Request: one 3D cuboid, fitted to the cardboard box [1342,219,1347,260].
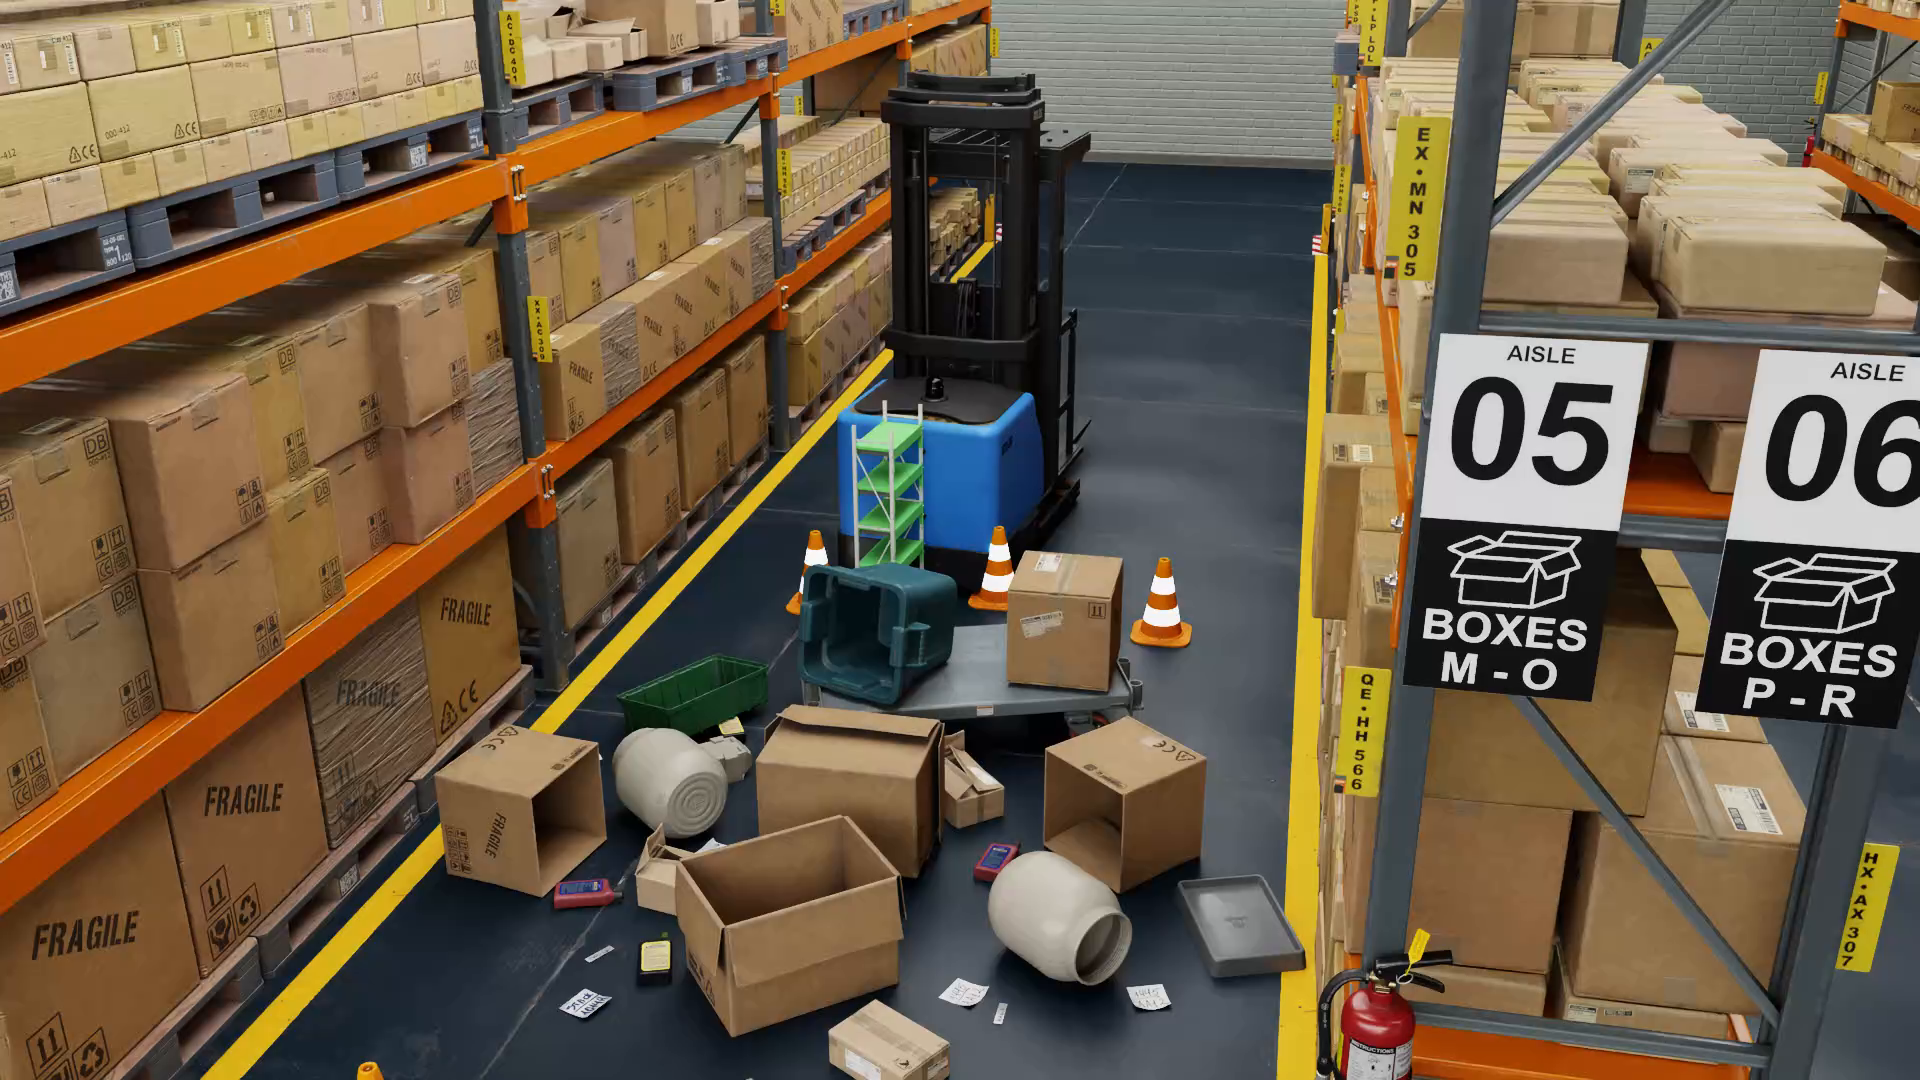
[{"bbox_3d":[2.935,-2.113,11.618,0.500,0.250,0.500,4,22,11],"label":"cardboard box"}]

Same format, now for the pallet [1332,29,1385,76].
[{"bbox_3d":[3.165,-3.298,11.265,1.213,0.211,1.003,6,23,13],"label":"pallet"}]

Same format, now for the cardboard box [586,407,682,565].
[{"bbox_3d":[-2.358,-0.370,10.206,1.050,0.750,0.750,4,22,11],"label":"cardboard box"}]

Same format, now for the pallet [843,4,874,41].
[{"bbox_3d":[-1.404,-4.265,13.664,1.213,0.211,1.003,4,22,11],"label":"pallet"}]

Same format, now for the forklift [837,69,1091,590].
[{"bbox_3d":[0.195,-1.581,10.855,1.130,2.935,3.031,7,23,17],"label":"forklift"}]

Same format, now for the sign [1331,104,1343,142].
[{"bbox_3d":[3.358,-3.698,14.755,0.100,0.325,0.005,4,22,11],"label":"sign"}]

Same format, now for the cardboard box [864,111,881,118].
[{"bbox_3d":[-0.617,-3.904,16.000,0.500,0.500,0.500,4,22,10],"label":"cardboard box"}]

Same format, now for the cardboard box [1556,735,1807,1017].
[{"bbox_3d":[1.821,0.835,4.234,0.500,0.500,0.500,4,22,10],"label":"cardboard box"}]

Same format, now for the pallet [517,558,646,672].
[{"bbox_3d":[-2.514,0.373,9.644,1.003,0.211,1.213,4,22,11],"label":"pallet"}]

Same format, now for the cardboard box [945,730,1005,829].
[{"bbox_3d":[0.002,1.111,7.740,0.258,0.266,0.396,-11,25,-26],"label":"cardboard box"}]

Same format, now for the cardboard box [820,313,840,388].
[{"bbox_3d":[-1.288,-1.554,13.480,0.500,0.500,0.500,5,22,12],"label":"cardboard box"}]

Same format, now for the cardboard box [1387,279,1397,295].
[{"bbox_3d":[1.499,-0.870,4.787,0.500,0.250,0.500,5,22,12],"label":"cardboard box"}]

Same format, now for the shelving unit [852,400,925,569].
[{"bbox_3d":[-0.408,-0.151,9.621,0.258,1.200,0.503,7,23,17],"label":"shelving unit"}]

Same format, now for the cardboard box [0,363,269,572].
[{"bbox_3d":[-3.031,-0.275,5.875,0.875,0.550,0.550,4,22,11],"label":"cardboard box"}]

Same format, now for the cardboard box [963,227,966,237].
[{"bbox_3d":[-0.144,-3.493,18.765,0.380,0.149,0.250,4,22,11],"label":"cardboard box"}]

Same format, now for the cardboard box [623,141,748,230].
[{"bbox_3d":[-1.882,-2.442,11.429,0.700,0.500,0.500,4,22,11],"label":"cardboard box"}]

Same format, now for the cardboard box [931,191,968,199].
[{"bbox_3d":[-0.116,-3.869,18.902,0.380,0.149,0.250,5,22,12],"label":"cardboard box"}]

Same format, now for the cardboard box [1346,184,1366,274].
[{"bbox_3d":[2.767,-1.987,10.678,0.500,0.500,0.500,4,22,9],"label":"cardboard box"}]

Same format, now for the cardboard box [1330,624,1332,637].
[{"bbox_3d":[2.374,0.540,8.452,0.950,0.372,0.625,5,22,12],"label":"cardboard box"}]

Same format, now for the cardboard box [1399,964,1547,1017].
[{"bbox_3d":[1.320,1.135,4.357,0.380,0.149,0.250,5,23,13],"label":"cardboard box"}]

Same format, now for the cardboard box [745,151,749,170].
[{"bbox_3d":[-1.917,-3.037,13.356,0.380,0.149,0.250,4,22,11],"label":"cardboard box"}]

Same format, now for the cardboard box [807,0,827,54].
[{"bbox_3d":[-1.309,-3.905,12.385,0.500,0.500,0.500,4,22,11],"label":"cardboard box"}]

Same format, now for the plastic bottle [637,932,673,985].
[{"bbox_3d":[-1.217,1.665,6.638,0.133,0.061,0.283,-3,22,-8],"label":"plastic bottle"}]

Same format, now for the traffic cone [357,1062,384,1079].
[{"bbox_3d":[-1.915,1.922,5.463,0.336,0.463,0.334,4,22,11],"label":"traffic cone"}]

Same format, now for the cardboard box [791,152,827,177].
[{"bbox_3d":[-1.283,-2.987,13.233,0.380,0.149,0.250,6,23,13],"label":"cardboard box"}]

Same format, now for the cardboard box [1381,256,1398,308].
[{"bbox_3d":[1.522,-0.821,5.197,0.380,0.149,0.250,4,22,10],"label":"cardboard box"}]

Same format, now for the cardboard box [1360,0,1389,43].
[{"bbox_3d":[3.015,-3.538,10.908,0.797,0.503,0.637,3,22,8],"label":"cardboard box"}]

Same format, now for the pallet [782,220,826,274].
[{"bbox_3d":[-1.740,-2.275,12.743,1.213,0.211,1.003,4,22,11],"label":"pallet"}]

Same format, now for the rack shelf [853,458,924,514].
[{"bbox_3d":[-0.408,-0.314,9.556,0.258,0.148,0.480,7,23,17],"label":"rack shelf"}]

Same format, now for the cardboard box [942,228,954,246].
[{"bbox_3d":[-0.274,-3.241,17.741,0.380,0.149,0.250,5,22,11],"label":"cardboard box"}]

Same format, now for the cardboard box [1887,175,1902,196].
[{"bbox_3d":[8.745,-3.243,15.227,0.380,0.149,0.250,4,22,10],"label":"cardboard box"}]

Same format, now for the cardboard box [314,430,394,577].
[{"bbox_3d":[-2.976,-0.174,7.071,0.875,0.550,0.550,4,22,11],"label":"cardboard box"}]

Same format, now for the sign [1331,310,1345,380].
[{"bbox_3d":[1.725,-0.870,7.448,0.100,0.325,0.005,4,22,11],"label":"sign"}]

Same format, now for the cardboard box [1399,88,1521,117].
[{"bbox_3d":[1.717,-1.464,5.728,0.380,0.149,0.250,4,22,9],"label":"cardboard box"}]

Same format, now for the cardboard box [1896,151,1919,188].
[{"bbox_3d":[8.714,-3.298,14.830,0.500,0.250,0.500,5,22,11],"label":"cardboard box"}]

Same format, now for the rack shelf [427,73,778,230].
[{"bbox_3d":[-2.189,-2.421,9.798,1.077,0.370,4.000,4,22,11],"label":"rack shelf"}]

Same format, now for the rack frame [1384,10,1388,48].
[{"bbox_3d":[3.085,-4.537,10.074,1.000,3.000,0.127,4,22,11],"label":"rack frame"}]

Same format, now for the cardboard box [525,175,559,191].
[{"bbox_3d":[-5.222,-4.072,19.231,0.875,0.875,0.875,4,22,11],"label":"cardboard box"}]

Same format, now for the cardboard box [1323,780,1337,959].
[{"bbox_3d":[1.574,1.216,5.934,0.500,0.500,0.500,4,22,10],"label":"cardboard box"}]

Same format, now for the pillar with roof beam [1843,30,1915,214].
[{"bbox_3d":[6.796,-8.332,19.496,9.100,9.000,0.400,4,22,11],"label":"pillar with roof beam"}]

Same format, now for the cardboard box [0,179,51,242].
[{"bbox_3d":[-2.927,-0.971,4.875,0.380,0.149,0.250,5,22,11],"label":"cardboard box"}]

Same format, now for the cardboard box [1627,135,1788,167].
[{"bbox_3d":[2.087,-1.042,4.678,0.380,0.149,0.250,5,22,12],"label":"cardboard box"}]

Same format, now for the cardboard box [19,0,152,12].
[{"bbox_3d":[-3.263,-1.945,6.226,0.380,0.149,0.250,4,22,11],"label":"cardboard box"}]

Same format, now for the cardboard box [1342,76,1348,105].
[{"bbox_3d":[3.728,-3.921,15.103,0.500,0.500,0.500,4,22,10],"label":"cardboard box"}]

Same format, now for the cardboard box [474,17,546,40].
[{"bbox_3d":[-2.561,-2.663,8.941,0.500,0.250,0.500,4,22,10],"label":"cardboard box"}]

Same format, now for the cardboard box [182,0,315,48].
[{"bbox_3d":[-2.618,-1.898,6.110,0.380,0.149,0.250,4,22,10],"label":"cardboard box"}]

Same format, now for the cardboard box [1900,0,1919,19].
[{"bbox_3d":[8.831,-4.835,15.164,0.380,0.149,0.250,5,22,12],"label":"cardboard box"}]

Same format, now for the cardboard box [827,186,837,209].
[{"bbox_3d":[-1.224,-2.807,13.581,0.380,0.149,0.250,5,22,12],"label":"cardboard box"}]

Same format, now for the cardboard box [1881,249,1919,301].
[{"bbox_3d":[8.936,-2.433,15.663,0.700,0.500,0.500,4,22,9],"label":"cardboard box"}]

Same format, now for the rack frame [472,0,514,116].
[{"bbox_3d":[-2.597,-3.415,7.287,1.000,3.000,0.127,4,22,11],"label":"rack frame"}]

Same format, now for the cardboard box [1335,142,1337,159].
[{"bbox_3d":[4.141,-4.201,17.136,0.500,0.500,0.500,4,22,11],"label":"cardboard box"}]

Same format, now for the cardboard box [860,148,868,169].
[{"bbox_3d":[-1.010,-3.326,14.473,0.380,0.149,0.250,4,22,9],"label":"cardboard box"}]

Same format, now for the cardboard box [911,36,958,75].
[{"bbox_3d":[-0.304,-4.913,17.166,0.500,0.500,0.500,4,22,9],"label":"cardboard box"}]

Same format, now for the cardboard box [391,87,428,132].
[{"bbox_3d":[-2.461,-1.804,6.942,0.380,0.149,0.250,5,22,12],"label":"cardboard box"}]

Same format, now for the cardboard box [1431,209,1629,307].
[{"bbox_3d":[1.233,-0.620,3.631,0.380,0.149,0.250,5,22,11],"label":"cardboard box"}]

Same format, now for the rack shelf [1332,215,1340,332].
[{"bbox_3d":[3.494,-2.152,13.146,1.077,0.370,4.000,4,22,11],"label":"rack shelf"}]

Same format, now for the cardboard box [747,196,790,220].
[{"bbox_3d":[-1.486,-2.473,12.354,0.380,0.149,0.250,5,23,13],"label":"cardboard box"}]
